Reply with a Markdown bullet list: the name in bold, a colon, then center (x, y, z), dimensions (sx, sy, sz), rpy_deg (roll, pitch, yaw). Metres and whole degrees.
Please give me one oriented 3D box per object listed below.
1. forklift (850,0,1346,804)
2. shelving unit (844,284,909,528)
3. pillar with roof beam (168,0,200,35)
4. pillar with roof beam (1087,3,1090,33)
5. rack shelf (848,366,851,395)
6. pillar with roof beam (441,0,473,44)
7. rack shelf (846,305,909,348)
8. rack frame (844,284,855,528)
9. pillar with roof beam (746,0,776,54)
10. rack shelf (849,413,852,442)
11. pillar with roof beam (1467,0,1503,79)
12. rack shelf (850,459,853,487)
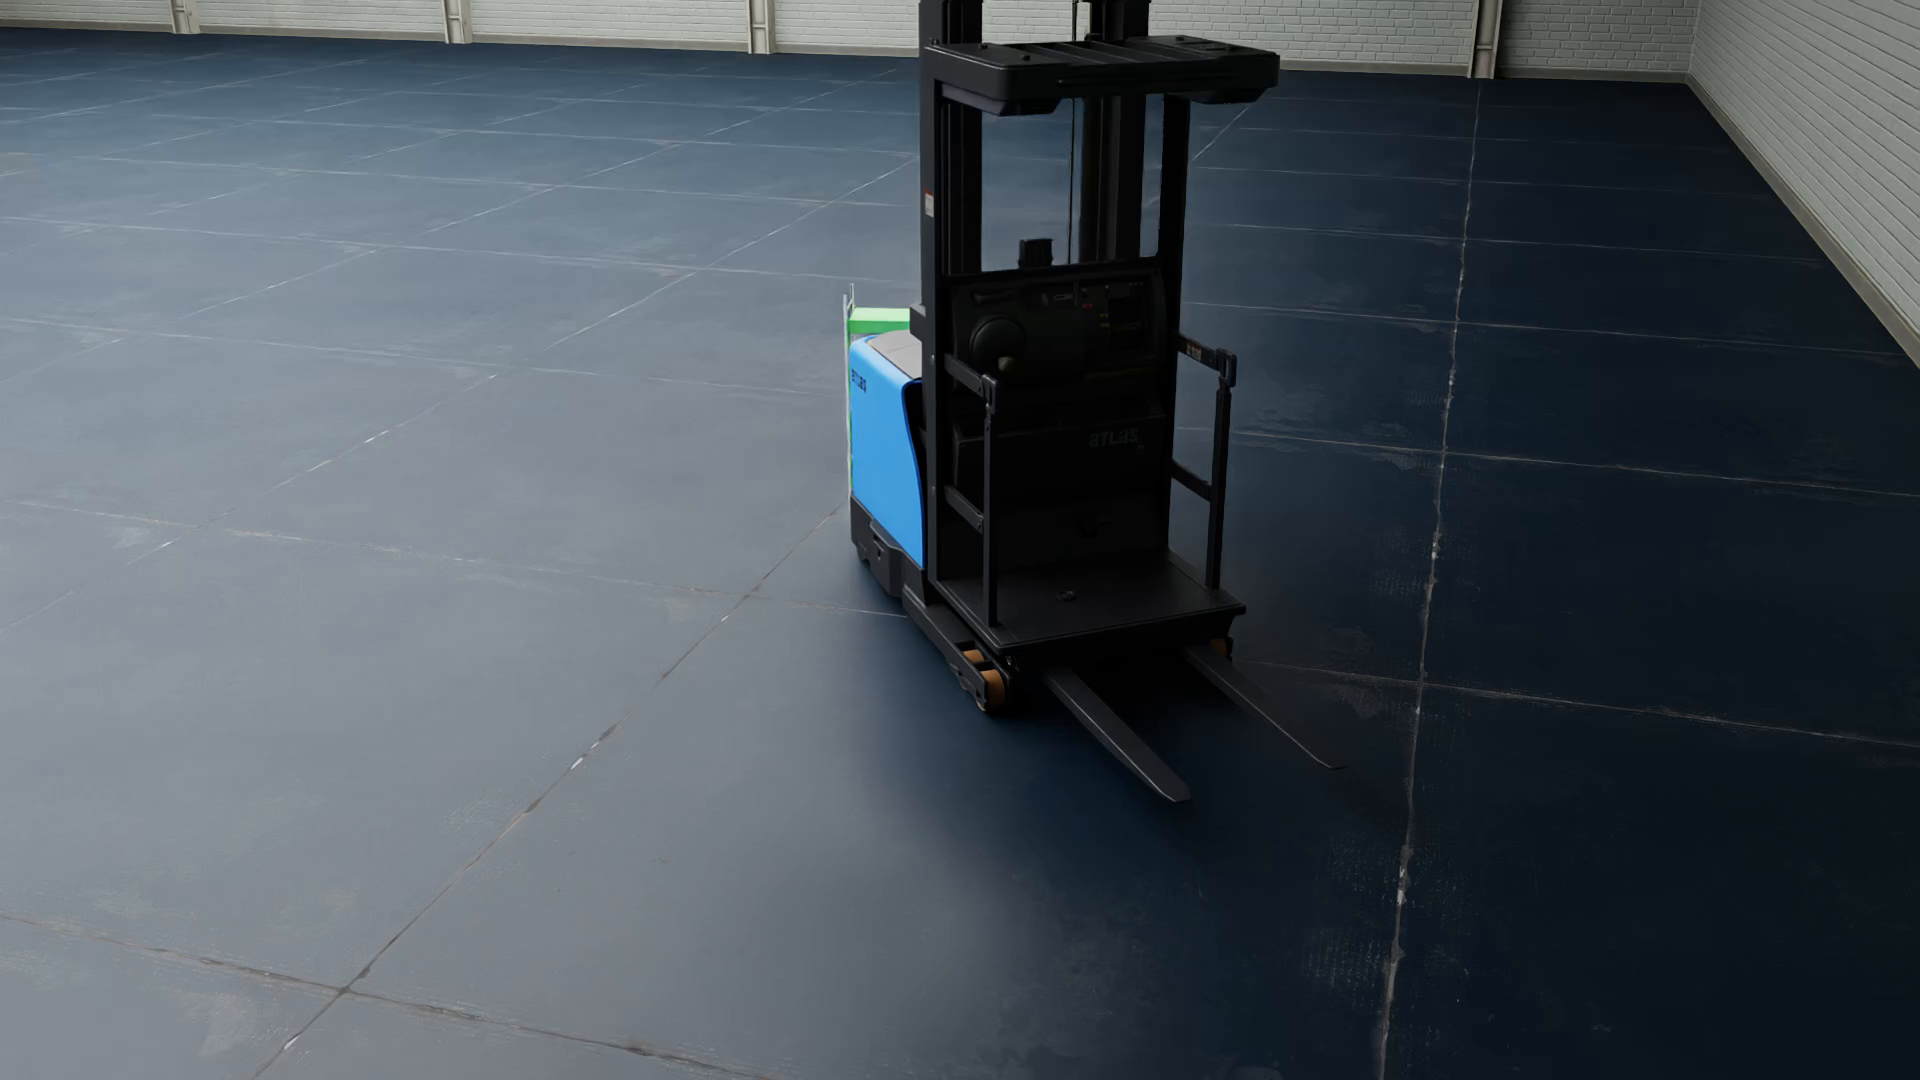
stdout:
- **forklift**: center (0.480, -0.855, 6.491), dimensions (1.130, 2.935, 3.031), rpy_deg (-8, 24, -20)
- **shelving unit**: center (-0.298, -0.654, 8.283), dimensions (0.503, 1.200, 0.258), rpy_deg (2, 22, 4)
- **pillar with roof beam**: center (-16.170, -12.387, 26.611), dimensions (0.400, 9.000, 9.100), rpy_deg (7, 23, 16)
- **pillar with roof beam**: center (1.063, -10.414, 21.801), dimensions (0.400, 9.000, 9.100), rpy_deg (7, 23, 16)
- **rack shelf**: center (-0.298, -0.817, 8.216), dimensions (0.480, 0.148, 0.258), rpy_deg (2, 22, 4)
- **pillar with roof beam**: center (-10.425, -11.730, 25.008), dimensions (0.400, 9.000, 9.100), rpy_deg (7, 23, 16)
- **rack shelf**: center (-0.298, -1.039, 8.125), dimensions (0.480, 0.148, 0.258), rpy_deg (2, 22, 4)
- **rack frame**: center (-0.541, -0.661, 8.301), dimensions (0.015, 1.200, 0.240), rpy_deg (2, 22, 4)
- **pillar with roof beam**: center (-4.681, -11.072, 23.404), dimensions (0.400, 9.000, 9.100), rpy_deg (7, 23, 16)
- **rack shelf**: center (-0.298, -0.595, 8.307), dimensions (0.480, 0.148, 0.258), rpy_deg (2, 22, 4)
- **pillar with roof beam**: center (6.807, -9.756, 20.197), dimensions (0.400, 9.000, 9.100), rpy_deg (7, 23, 16)
- **rack shelf**: center (-0.298, -0.373, 8.398), dimensions (0.480, 0.148, 0.258), rpy_deg (2, 22, 4)
